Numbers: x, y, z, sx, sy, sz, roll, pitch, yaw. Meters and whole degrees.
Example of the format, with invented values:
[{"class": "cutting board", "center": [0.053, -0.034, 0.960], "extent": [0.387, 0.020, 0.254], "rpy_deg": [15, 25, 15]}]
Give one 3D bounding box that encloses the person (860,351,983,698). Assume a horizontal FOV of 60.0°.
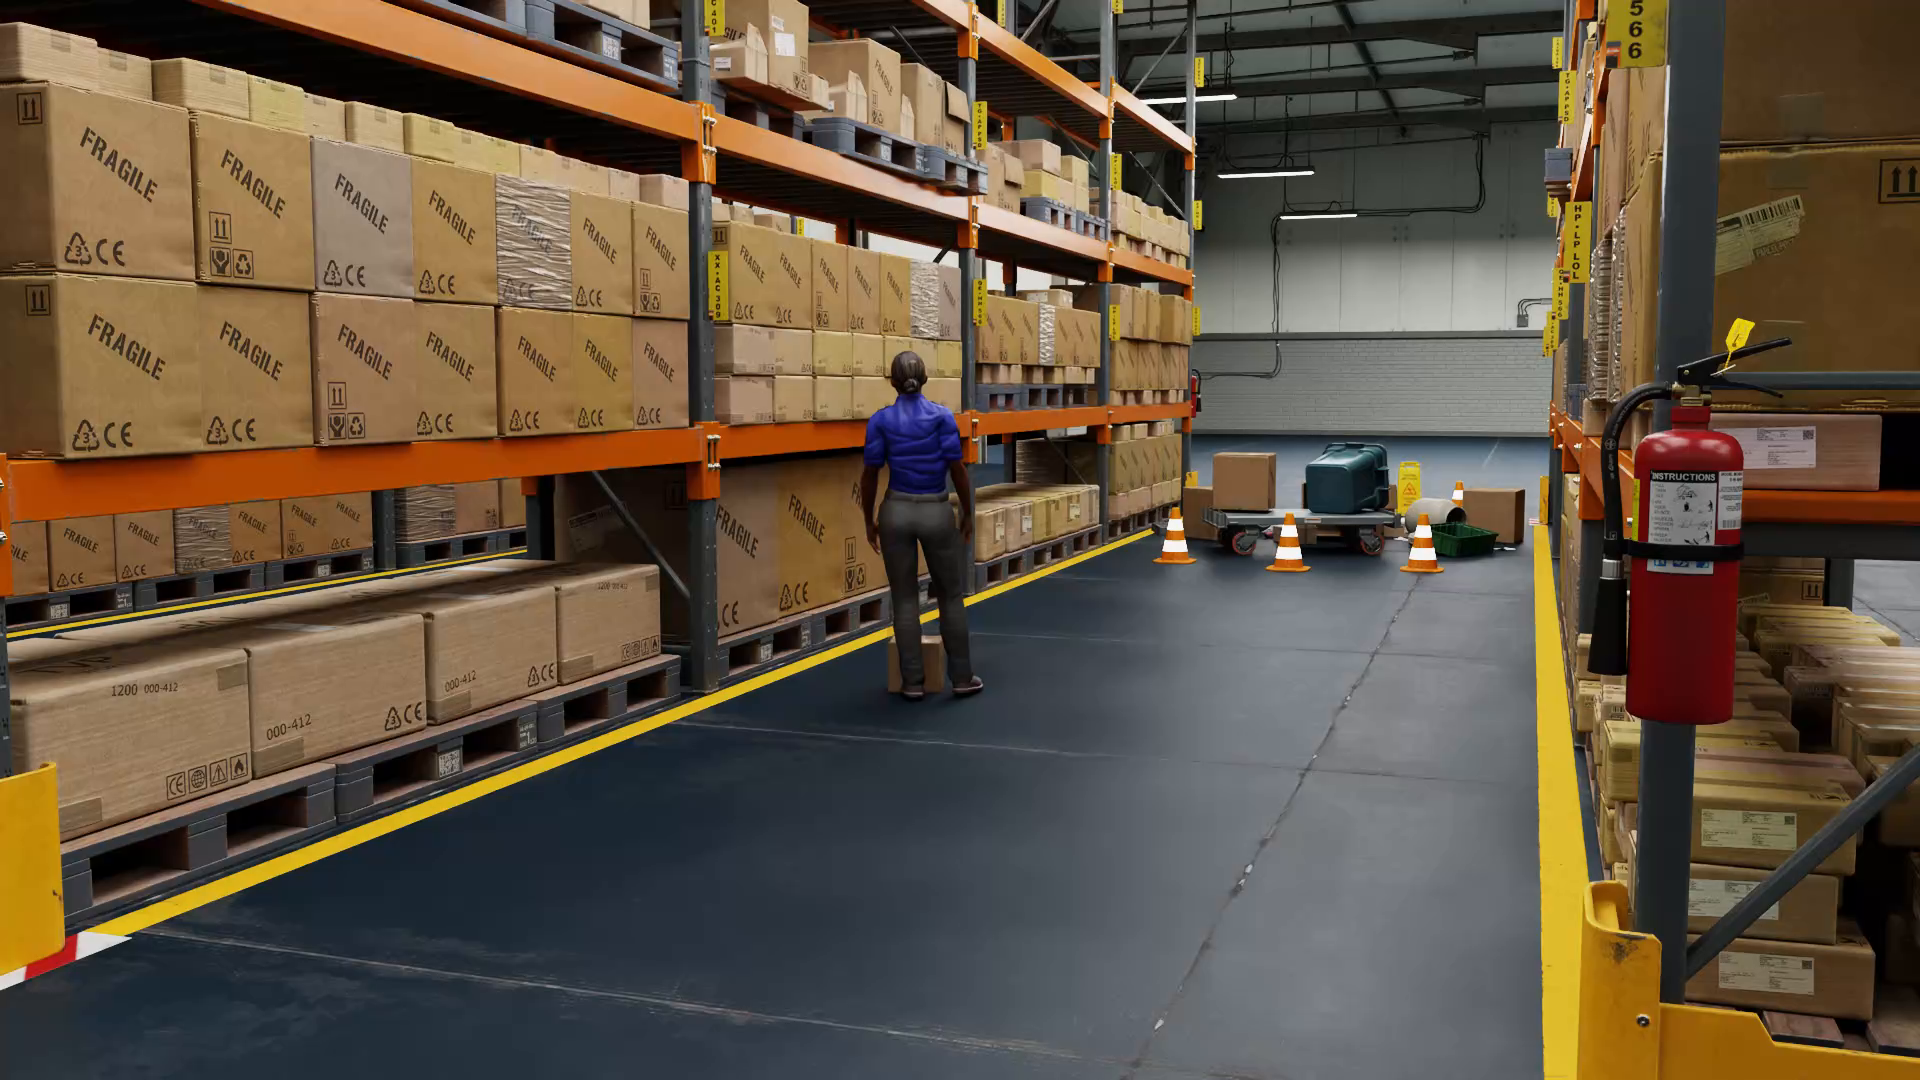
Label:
[{"class": "person", "center": [-0.182, -0.074, 7.984], "extent": [0.565, 1.654, 0.505], "rpy_deg": [0, 5, 5]}]
